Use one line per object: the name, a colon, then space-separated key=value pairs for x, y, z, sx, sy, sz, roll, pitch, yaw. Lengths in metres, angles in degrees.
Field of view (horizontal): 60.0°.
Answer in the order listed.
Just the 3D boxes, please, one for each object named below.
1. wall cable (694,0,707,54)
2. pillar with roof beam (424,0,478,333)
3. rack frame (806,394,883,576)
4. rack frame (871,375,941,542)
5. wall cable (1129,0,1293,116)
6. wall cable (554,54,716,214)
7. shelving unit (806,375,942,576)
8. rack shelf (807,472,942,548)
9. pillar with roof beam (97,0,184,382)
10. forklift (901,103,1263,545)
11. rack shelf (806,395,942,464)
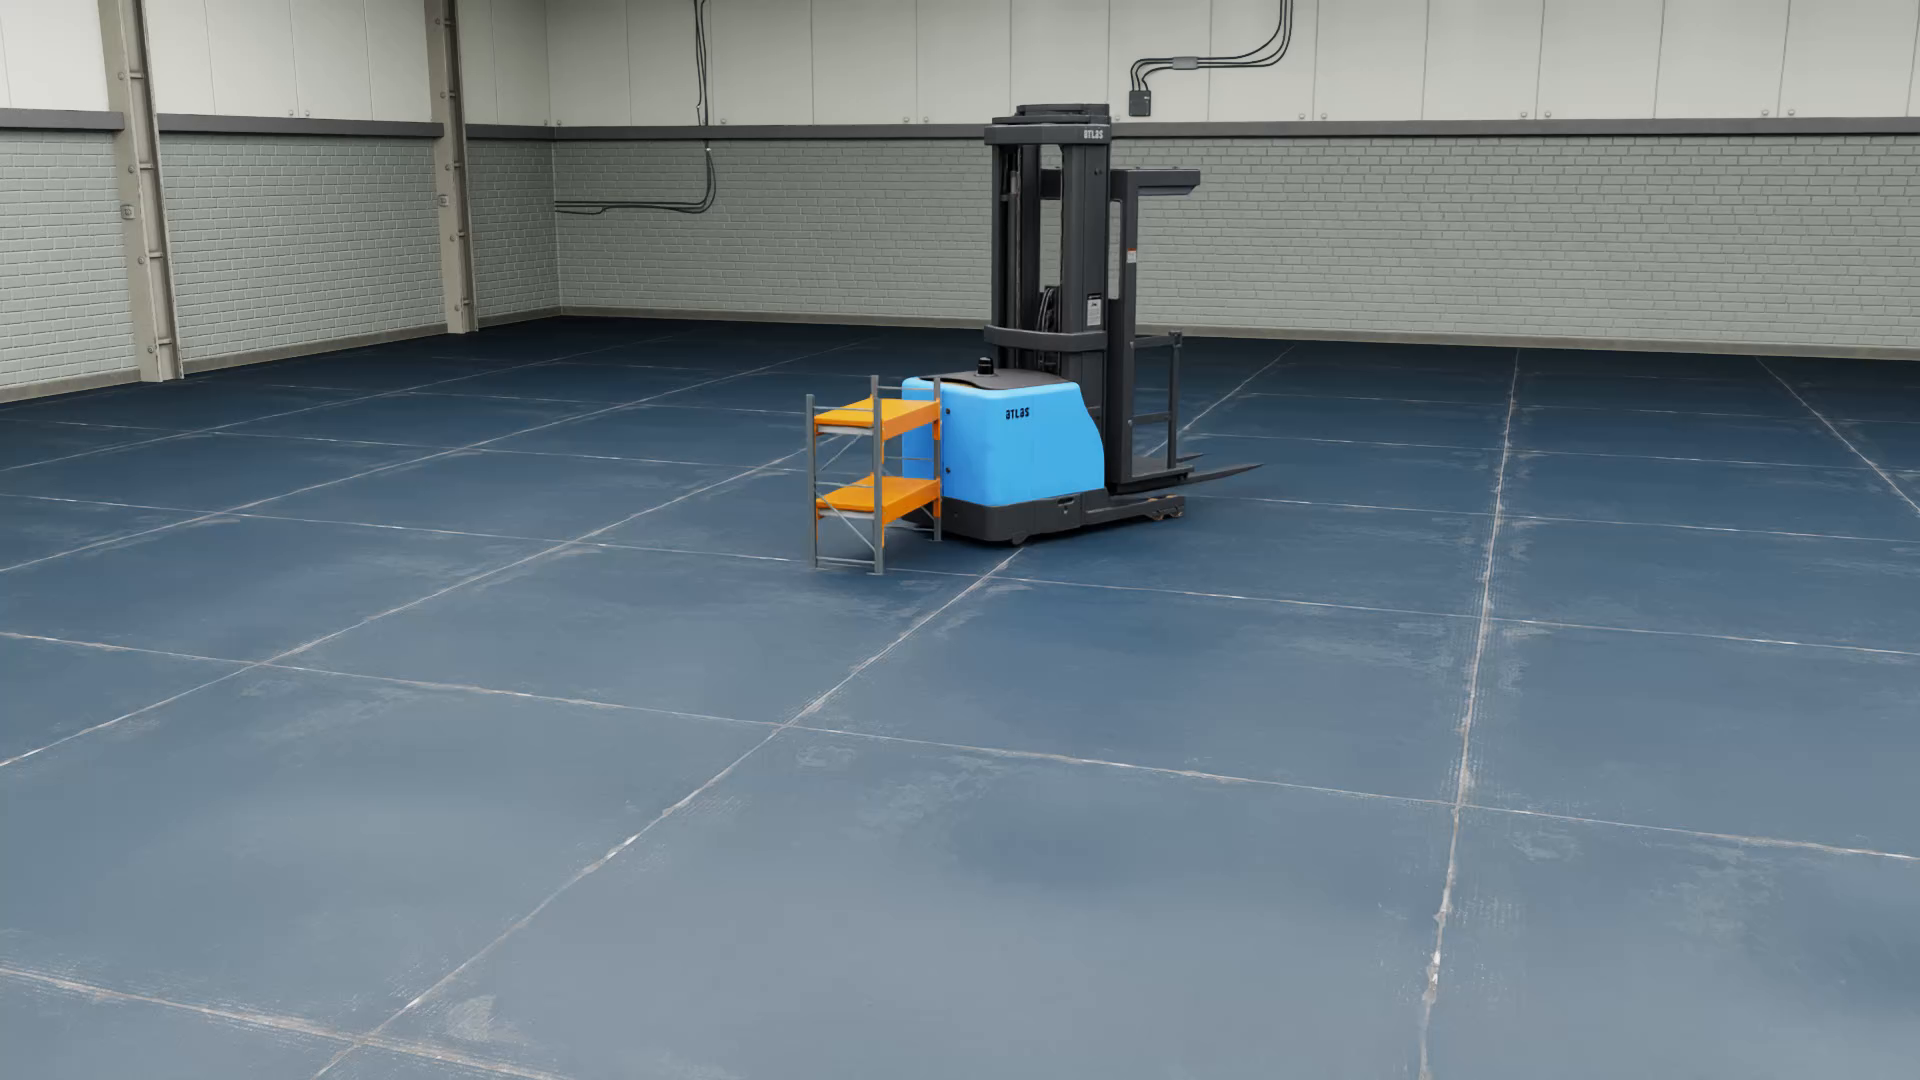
wall cable: x=-2.847 y=-8.850 z=25.666 sx=3.097 sy=2.526 sz=0.112 roll=4 pitch=14 yaw=18
pillar with roof beam: x=-3.537 y=-7.261 z=23.077 sx=9.100 sy=9.000 sz=0.400 roll=4 pitch=14 yaw=18
rack frame: x=-0.726 y=-0.343 z=10.461 sx=0.500 sy=1.125 sz=0.032 roll=5 pitch=14 yaw=20
rack frame: x=-0.367 y=-0.554 z=11.389 sx=0.500 sy=1.125 sz=0.032 roll=5 pitch=14 yaw=20
wall cable: x=3.571 y=-9.067 z=23.348 sx=2.305 sy=6.003 sz=0.169 roll=4 pitch=14 yaw=18
wall cable: x=-5.406 y=-6.582 z=27.081 sx=3.097 sy=2.526 sz=0.112 roll=4 pitch=14 yaw=18
shelving unit: x=-0.547 y=-0.448 z=10.925 sx=0.538 sy=1.125 sz=1.048 roll=5 pitch=14 yaw=20
rack shelf: x=-0.547 y=-0.210 z=10.979 sx=0.538 sy=0.278 sz=1.000 roll=5 pitch=14 yaw=20
pillar with roof beam: x=-5.479 y=-5.998 z=17.542 sx=9.100 sy=9.000 sz=0.400 roll=4 pitch=14 yaw=18
forklift: x=1.025 y=-1.646 z=12.113 sx=3.031 sy=2.935 sz=1.130 roll=-11 pitch=17 yaw=-39
rack shelf: x=-0.547 y=-0.734 z=10.860 sx=0.538 sy=0.278 sz=1.000 roll=5 pitch=14 yaw=20
